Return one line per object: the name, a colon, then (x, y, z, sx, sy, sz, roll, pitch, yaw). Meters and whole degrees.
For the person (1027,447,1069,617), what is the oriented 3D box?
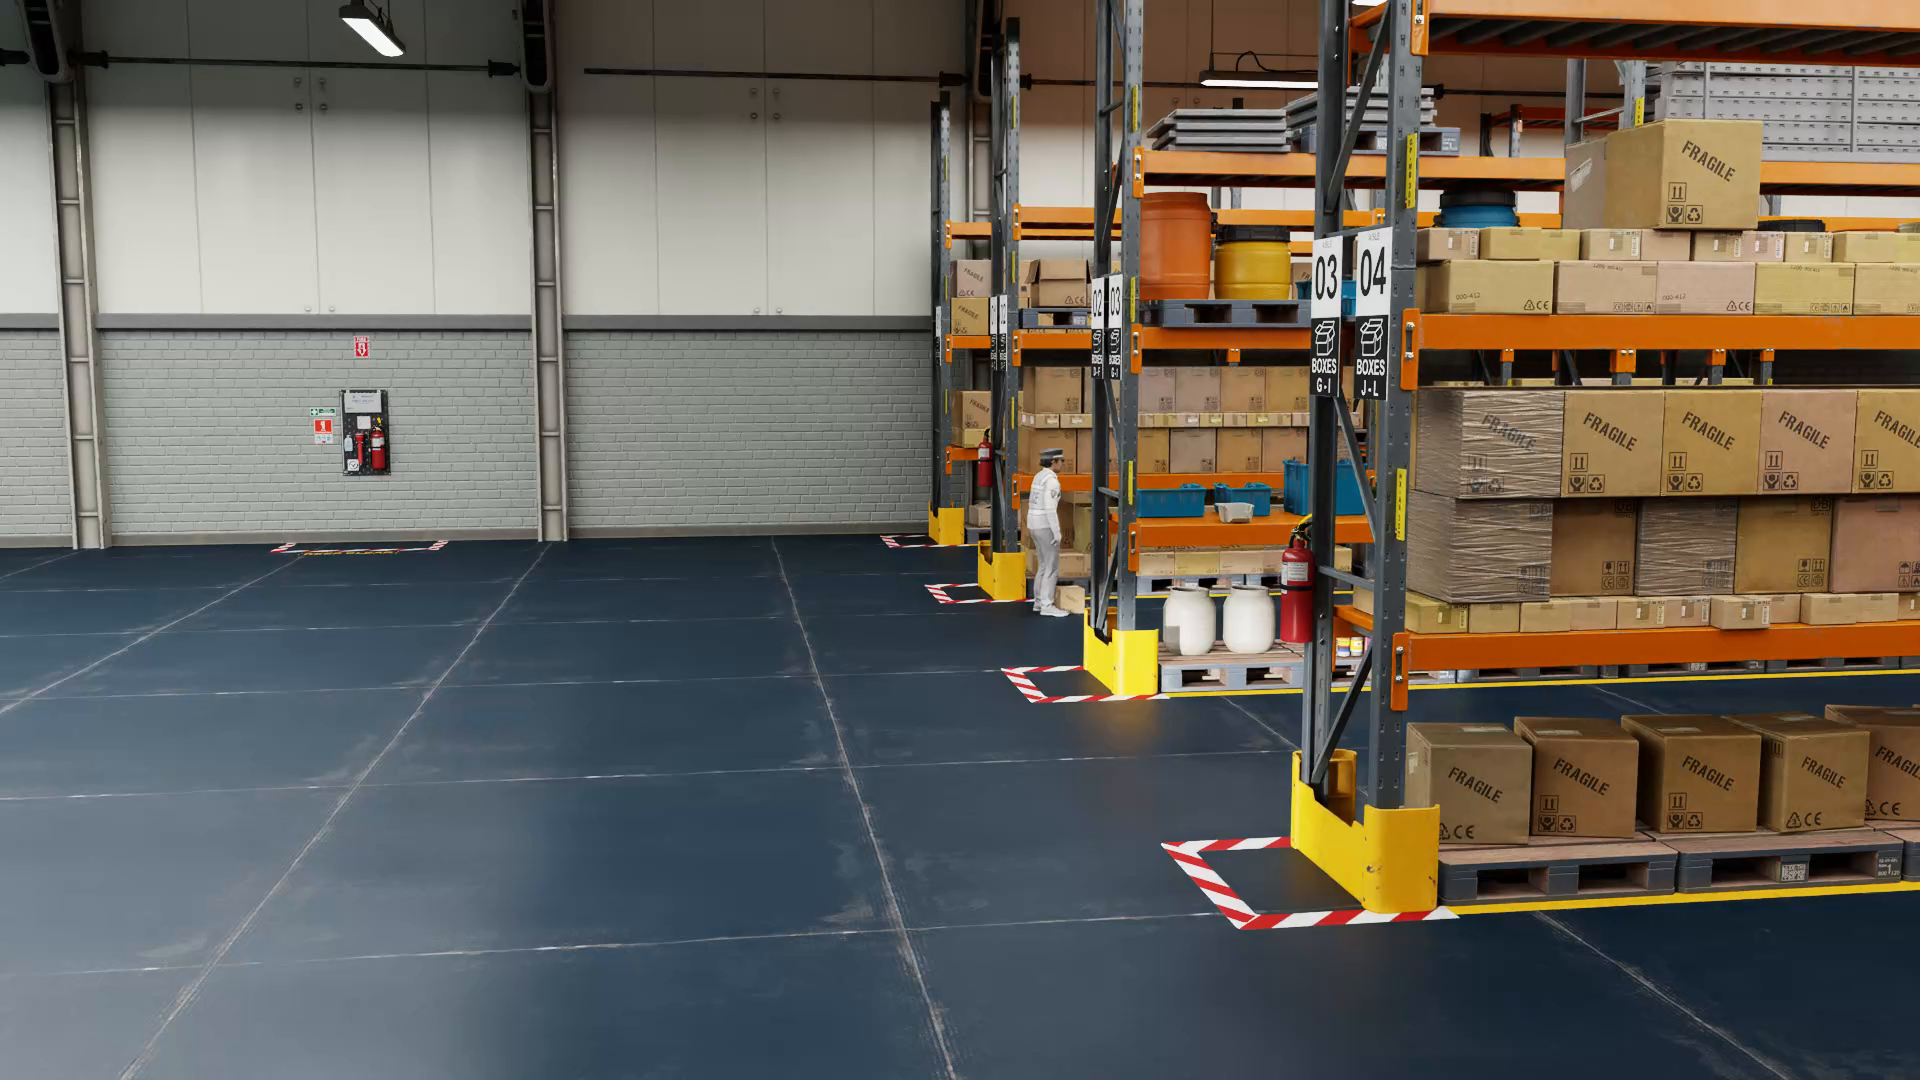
person: (0.871, -0.093, 16.618, 0.373, 1.665, 0.549, -2, 7, -14)
